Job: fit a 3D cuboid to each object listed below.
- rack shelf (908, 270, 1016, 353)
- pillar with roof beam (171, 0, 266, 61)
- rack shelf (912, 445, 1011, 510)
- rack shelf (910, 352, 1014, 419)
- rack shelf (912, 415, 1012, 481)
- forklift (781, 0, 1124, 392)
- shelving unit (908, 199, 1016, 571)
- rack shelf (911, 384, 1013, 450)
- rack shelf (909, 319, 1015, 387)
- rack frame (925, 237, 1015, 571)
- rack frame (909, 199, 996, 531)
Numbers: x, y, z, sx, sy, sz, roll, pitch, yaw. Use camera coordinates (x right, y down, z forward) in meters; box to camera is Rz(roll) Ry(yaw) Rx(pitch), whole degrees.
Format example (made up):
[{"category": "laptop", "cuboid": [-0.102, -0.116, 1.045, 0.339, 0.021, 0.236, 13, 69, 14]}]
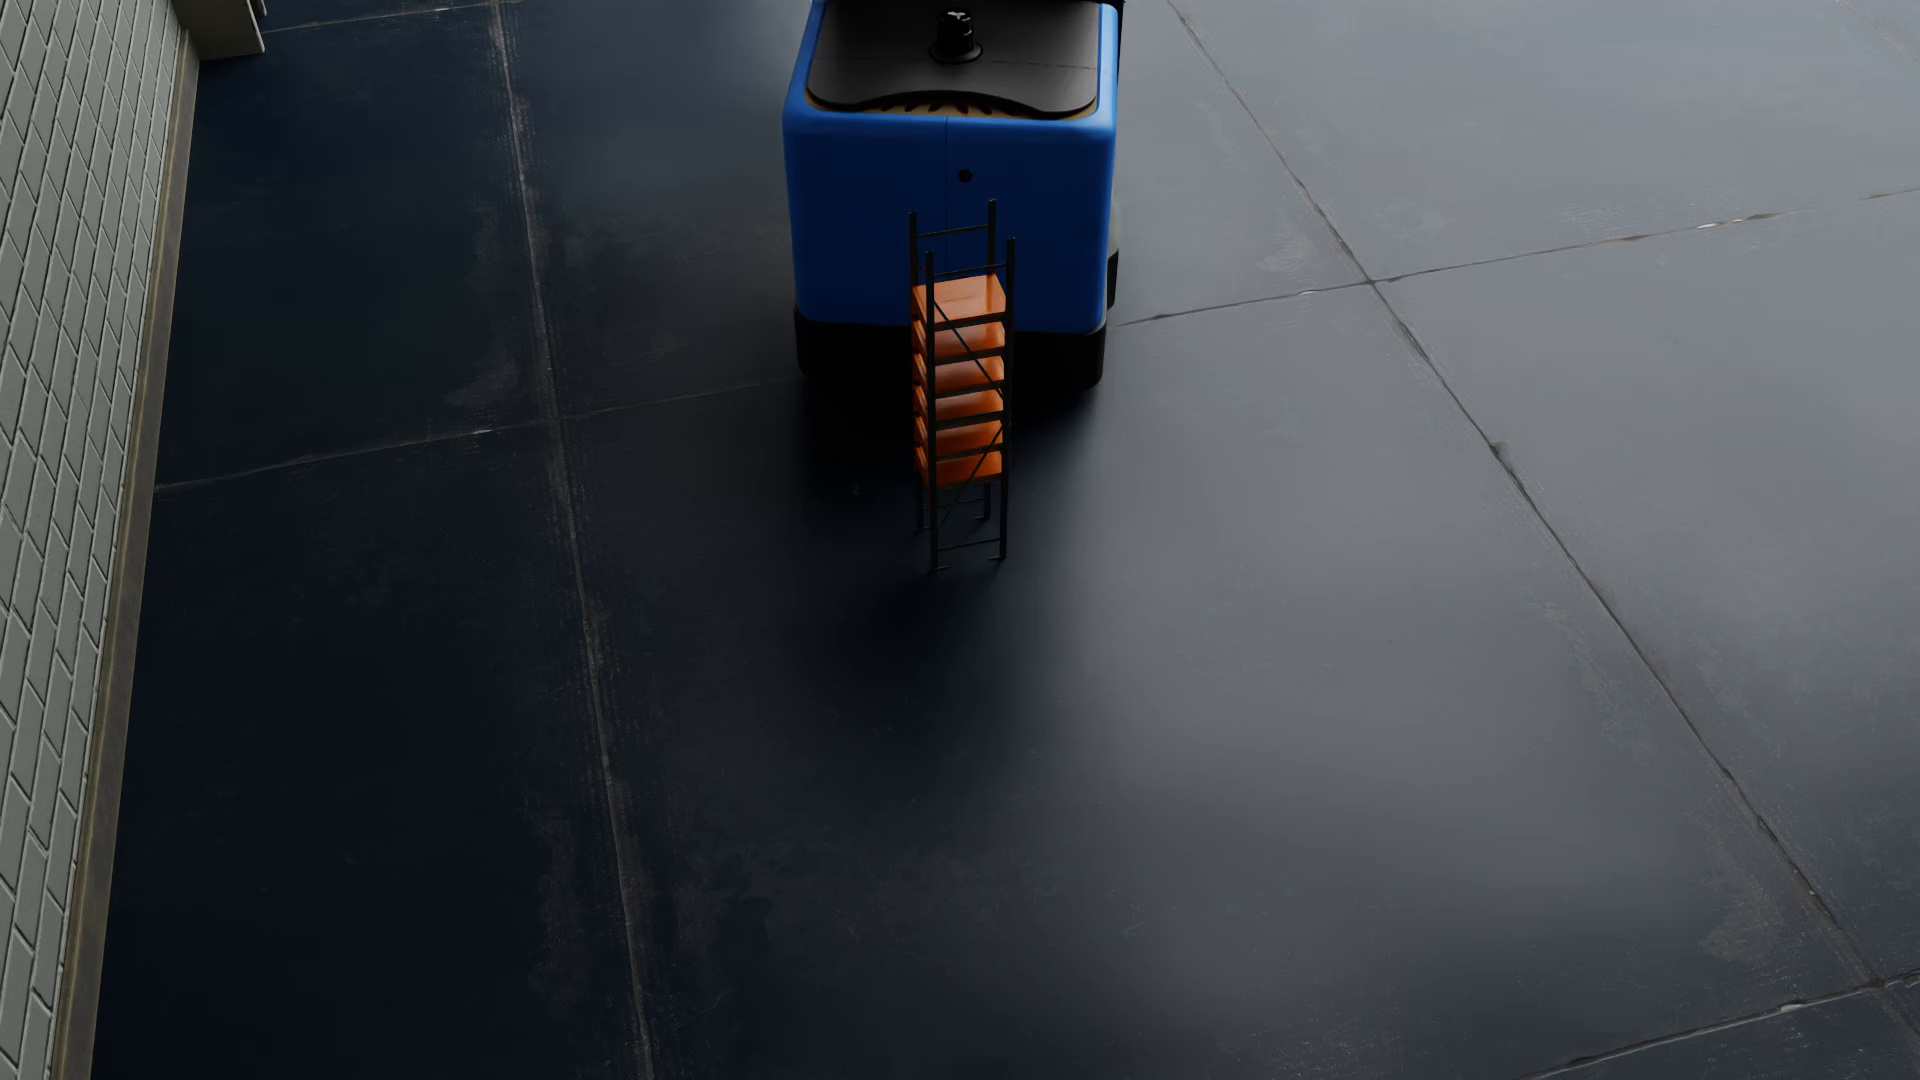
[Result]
[{"category": "rack shelf", "cuboid": [0.004, -0.631, 4.586, 0.258, 0.103, 0.180, -11, 47, -10]}, {"category": "pillar with roof beam", "cuboid": [0.878, -6.204, 5.029, 9.100, 9.000, 0.400, -11, 47, -10]}, {"category": "rack shelf", "cuboid": [0.004, -0.211, 5.015, 0.258, 0.103, 0.180, -11, 47, -10]}, {"category": "rack shelf", "cuboid": [0.004, -0.463, 4.758, 0.258, 0.103, 0.180, -11, 47, -10]}, {"category": "rack shelf", "cuboid": [0.004, -0.295, 4.929, 0.258, 0.103, 0.180, -11, 47, -10]}, {"category": "forklift", "cuboid": [0.065, -2.577, 5.723, 1.130, 2.935, 3.031, 3, 46, 3]}, {"category": "shelving unit", "cuboid": [0.004, -0.410, 4.812, 0.258, 1.200, 0.189, -11, 47, -10]}, {"category": "rack shelf", "cuboid": [0.004, -0.379, 4.843, 0.258, 0.103, 0.180, -11, 47, -10]}, {"category": "rack shelf", "cuboid": [0.004, -0.547, 4.672, 0.258, 0.103, 0.180, -11, 47, -10]}, {"category": "rack frame", "cuboid": [0.027, -0.347, 4.750, 0.240, 1.200, 0.006, -11, 47, -10]}, {"category": "rack frame", "cuboid": [-0.020, -0.473, 4.874, 0.240, 1.200, 0.006, -11, 47, -10]}]
